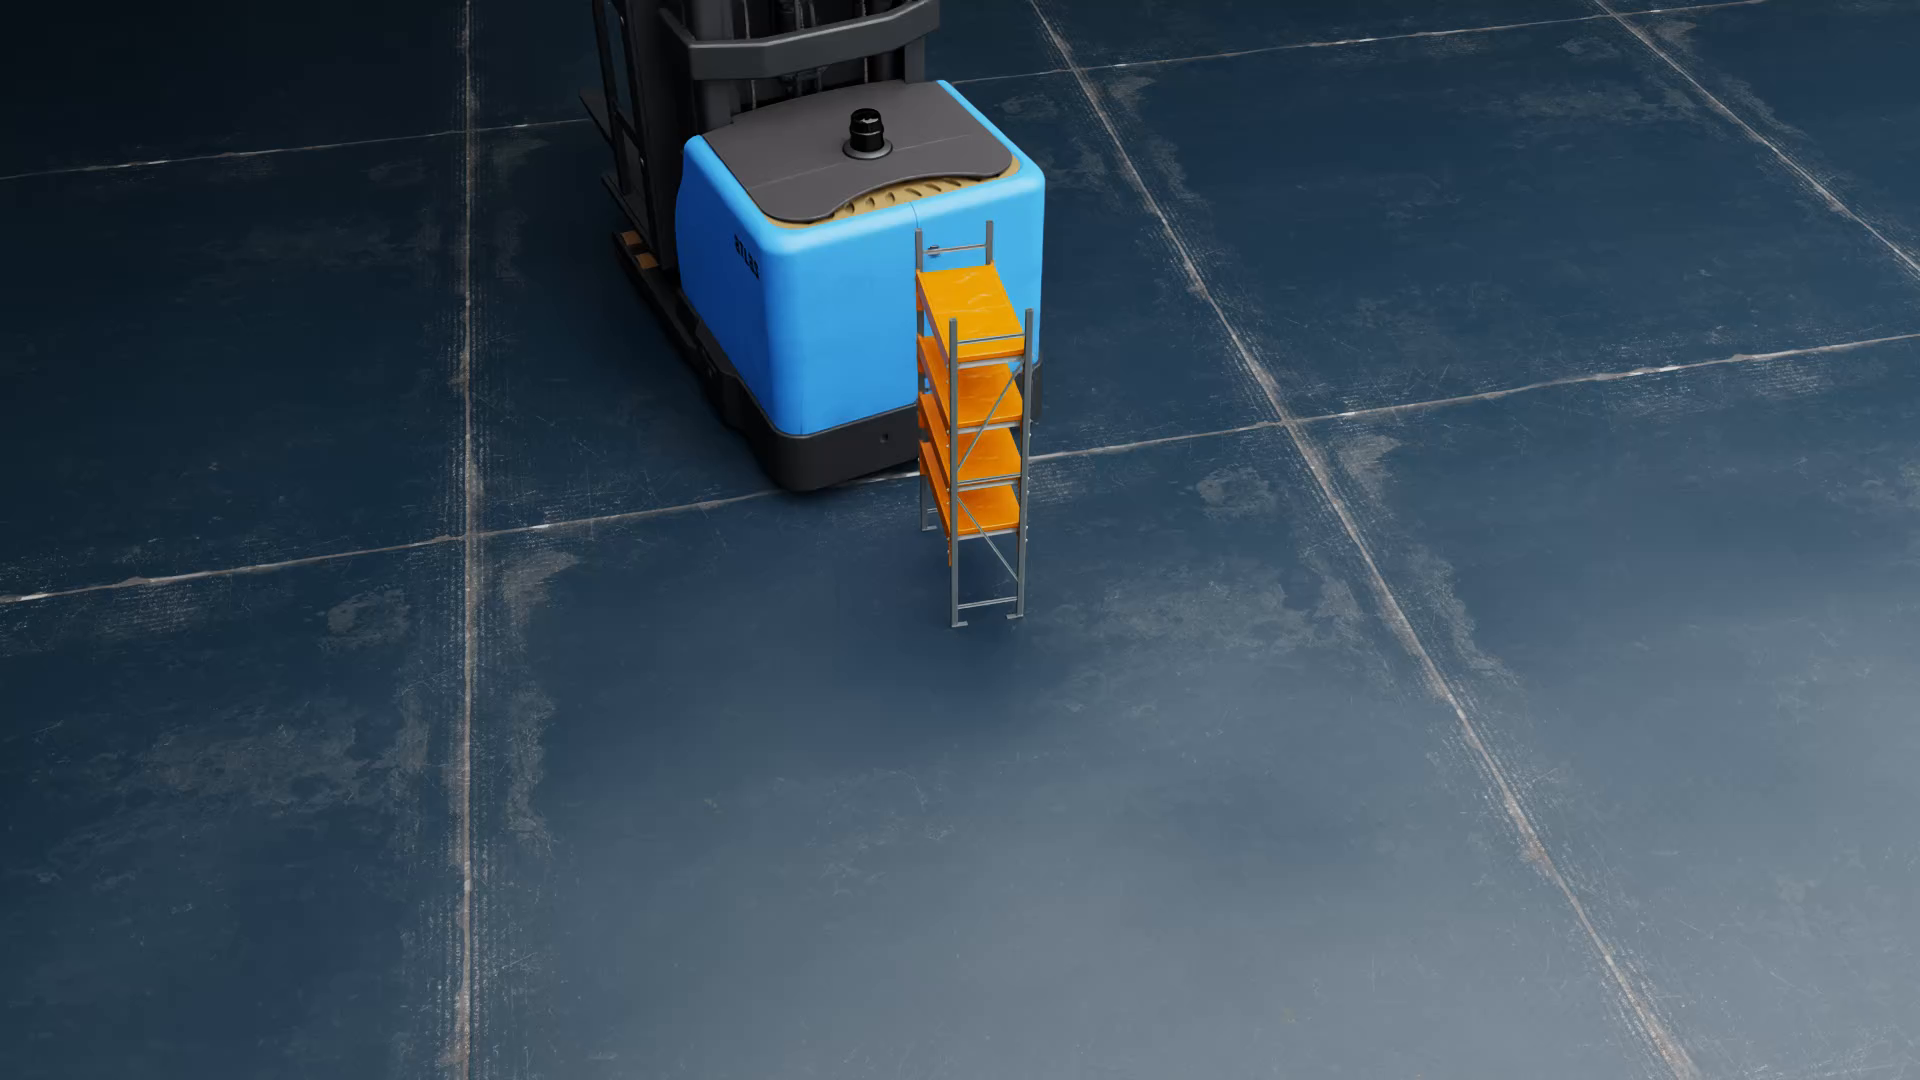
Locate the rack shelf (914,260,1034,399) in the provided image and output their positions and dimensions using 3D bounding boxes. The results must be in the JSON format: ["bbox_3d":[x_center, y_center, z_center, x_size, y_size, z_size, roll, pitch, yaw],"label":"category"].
[{"bbox_3d":[0.036,-0.635,4.970,0.258,0.148,0.480,-8,42,-9],"label":"rack shelf"}]

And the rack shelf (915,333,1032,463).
[{"bbox_3d":[0.036,-0.458,5.127,0.258,0.148,0.480,-8,42,-9],"label":"rack shelf"}]

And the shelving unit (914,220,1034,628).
[{"bbox_3d":[0.036,-0.341,5.231,0.258,1.200,0.503,-8,42,-9],"label":"shelving unit"}]

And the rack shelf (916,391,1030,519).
[{"bbox_3d":[0.036,-0.291,5.275,0.258,0.148,0.480,-8,42,-9],"label":"rack shelf"}]

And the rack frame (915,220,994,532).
[{"bbox_3d":[-0.017,-0.500,5.409,0.240,1.200,0.015,-8,42,-9],"label":"rack frame"}]

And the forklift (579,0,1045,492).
[{"bbox_3d":[-0.808,-2.242,6.068,1.130,2.935,3.031,-18,45,-20],"label":"forklift"}]

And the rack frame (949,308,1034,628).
[{"bbox_3d":[0.088,-0.183,5.053,0.240,1.200,0.015,-8,42,-9],"label":"rack frame"}]

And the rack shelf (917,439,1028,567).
[{"bbox_3d":[0.036,-0.143,5.407,0.258,0.148,0.480,-8,42,-9],"label":"rack shelf"}]
